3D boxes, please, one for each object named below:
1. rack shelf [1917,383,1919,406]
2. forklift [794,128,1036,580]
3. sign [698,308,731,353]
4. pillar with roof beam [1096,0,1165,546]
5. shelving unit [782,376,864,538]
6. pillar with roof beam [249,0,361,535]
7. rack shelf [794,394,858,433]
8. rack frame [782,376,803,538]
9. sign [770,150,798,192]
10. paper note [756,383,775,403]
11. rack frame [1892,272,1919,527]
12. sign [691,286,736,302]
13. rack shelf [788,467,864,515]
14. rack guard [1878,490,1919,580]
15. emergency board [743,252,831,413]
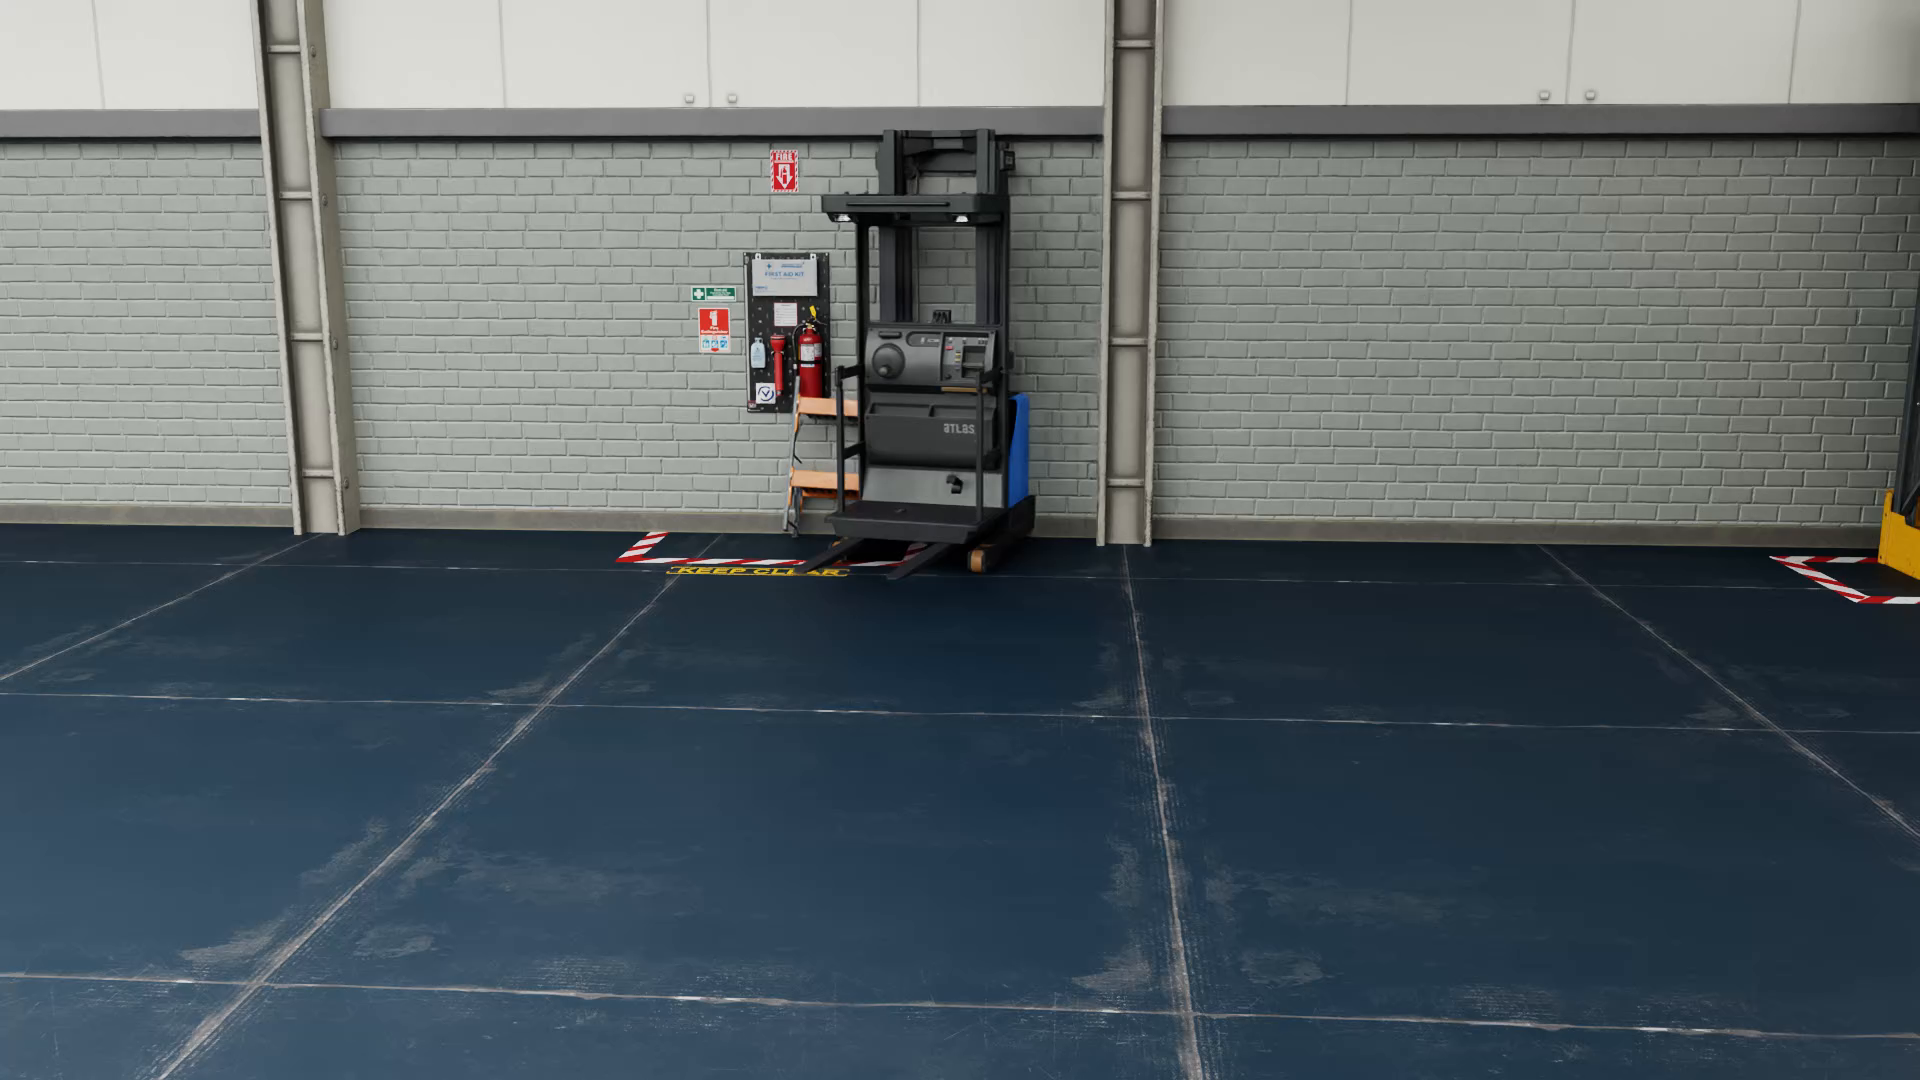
[{"bbox_3d":[8.427,-0.827,10.654,4.000,0.370,1.077,1,12,4],"label":"rack shelf"},{"bbox_3d":[-0.266,-1.297,11.312,1.130,2.935,3.031,4,12,16],"label":"forklift"},{"bbox_3d":[-1.807,-1.544,12.235,0.234,0.329,0.001,1,12,4],"label":"sign"},{"bbox_3d":[0.913,-3.513,7.084,0.400,9.000,9.100,1,12,4],"label":"pillar with roof beam"},{"bbox_3d":[-0.692,-0.564,12.172,1.048,1.125,0.538,4,-7,4],"label":"shelving unit"},{"bbox_3d":[-5.074,-3.595,7.477,0.400,9.000,9.100,1,12,4],"label":"pillar with roof beam"},{"bbox_3d":[-0.670,-0.854,12.209,1.000,0.278,0.538,4,-7,4],"label":"rack shelf"},{"bbox_3d":[-1.198,-0.598,12.209,0.032,1.125,0.500,4,-7,4],"label":"rack frame"},{"bbox_3d":[-1.264,-2.653,11.962,0.199,0.298,0.001,1,12,4],"label":"sign"},{"bbox_3d":[-1.435,-1.083,12.271,0.142,0.148,0.016,1,12,4],"label":"paper note"},{"bbox_3d":[6.431,-1.207,10.711,0.127,3.000,1.000,1,12,4],"label":"rack frame"},{"bbox_3d":[-1.803,-1.801,12.172,0.331,0.109,0.001,1,12,4],"label":"sign"},{"bbox_3d":[-0.710,-0.322,12.141,1.000,0.278,0.538,4,-7,4],"label":"rack shelf"},{"bbox_3d":[6.507,0.018,10.962,0.348,0.500,1.175,1,12,4],"label":"rack guard"},{"bbox_3d":[-1.263,-1.498,12.102,0.643,1.169,0.194,1,12,4],"label":"emergency board"}]
